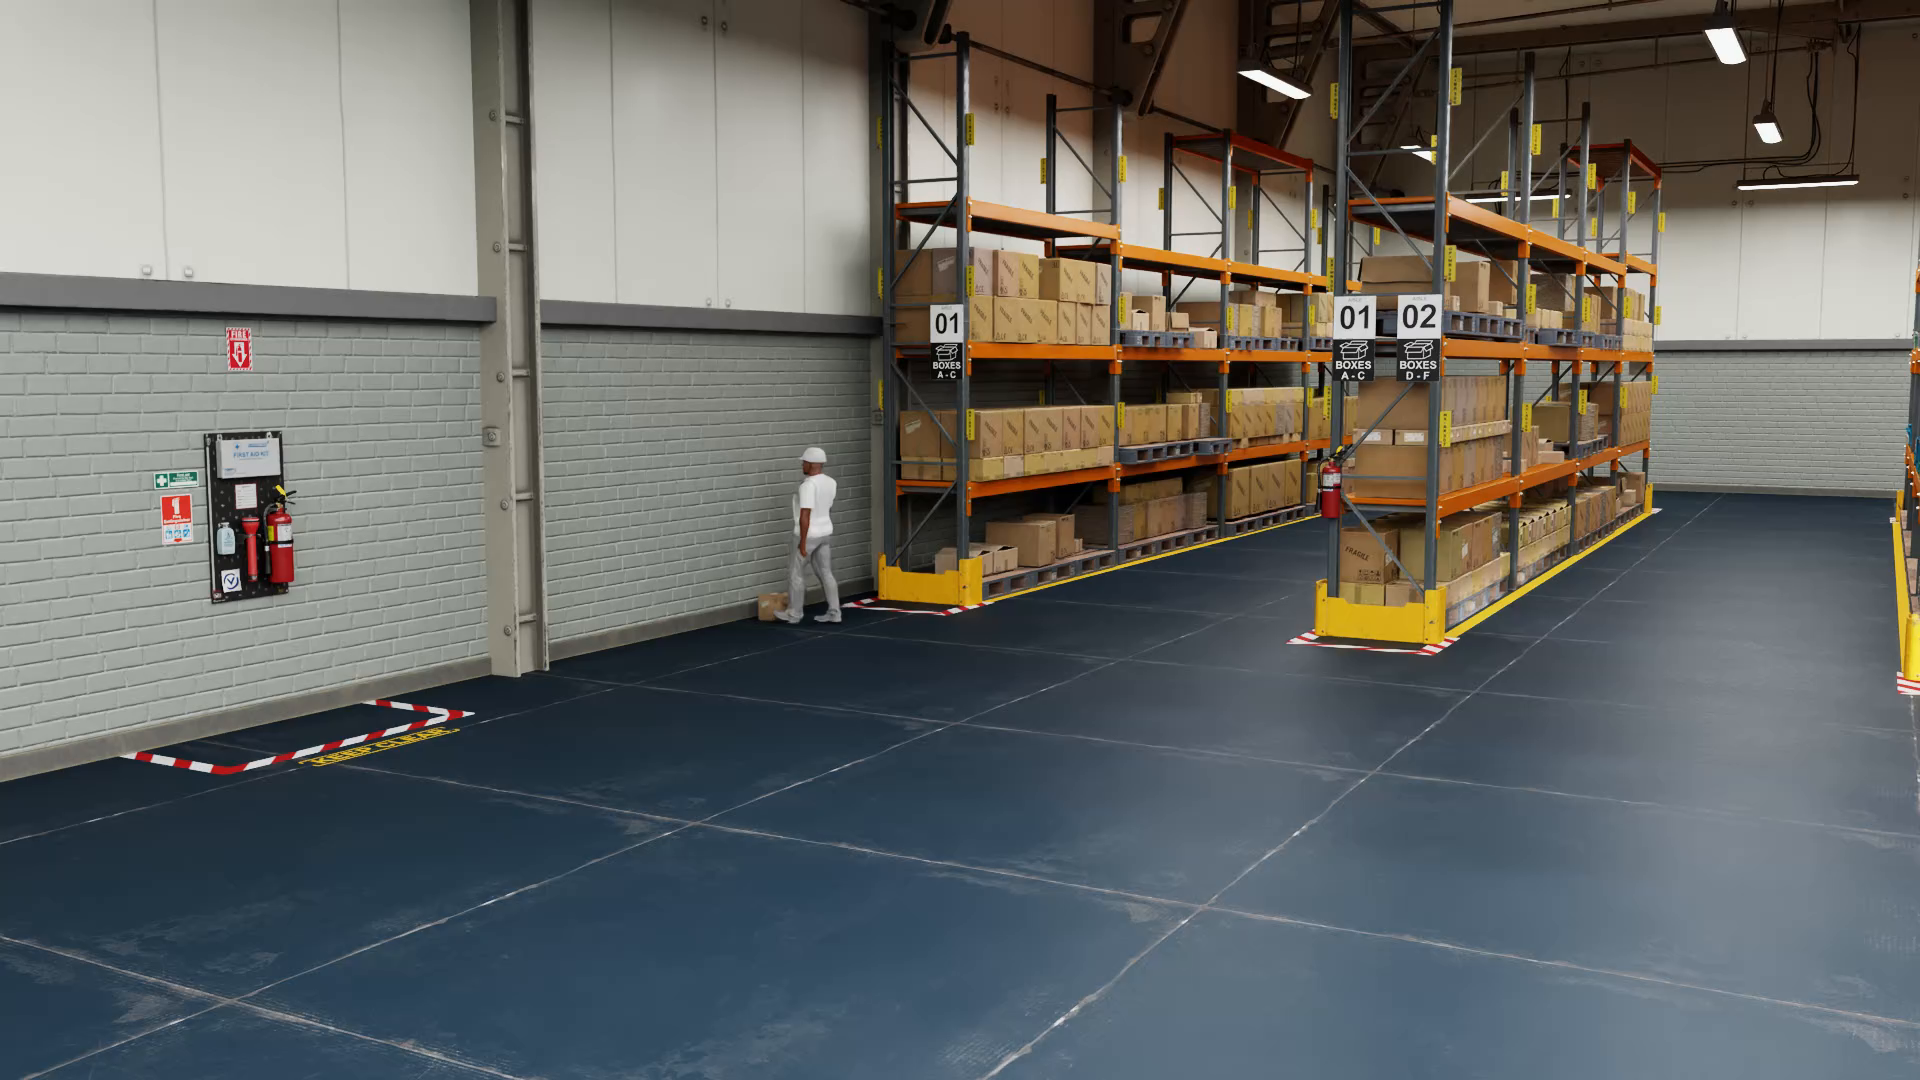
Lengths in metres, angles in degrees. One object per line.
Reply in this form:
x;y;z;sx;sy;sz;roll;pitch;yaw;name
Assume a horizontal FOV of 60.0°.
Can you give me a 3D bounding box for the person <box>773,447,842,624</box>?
-1.512;-0.040;16.543;0.669;1.766;0.571;3;7;30;person
